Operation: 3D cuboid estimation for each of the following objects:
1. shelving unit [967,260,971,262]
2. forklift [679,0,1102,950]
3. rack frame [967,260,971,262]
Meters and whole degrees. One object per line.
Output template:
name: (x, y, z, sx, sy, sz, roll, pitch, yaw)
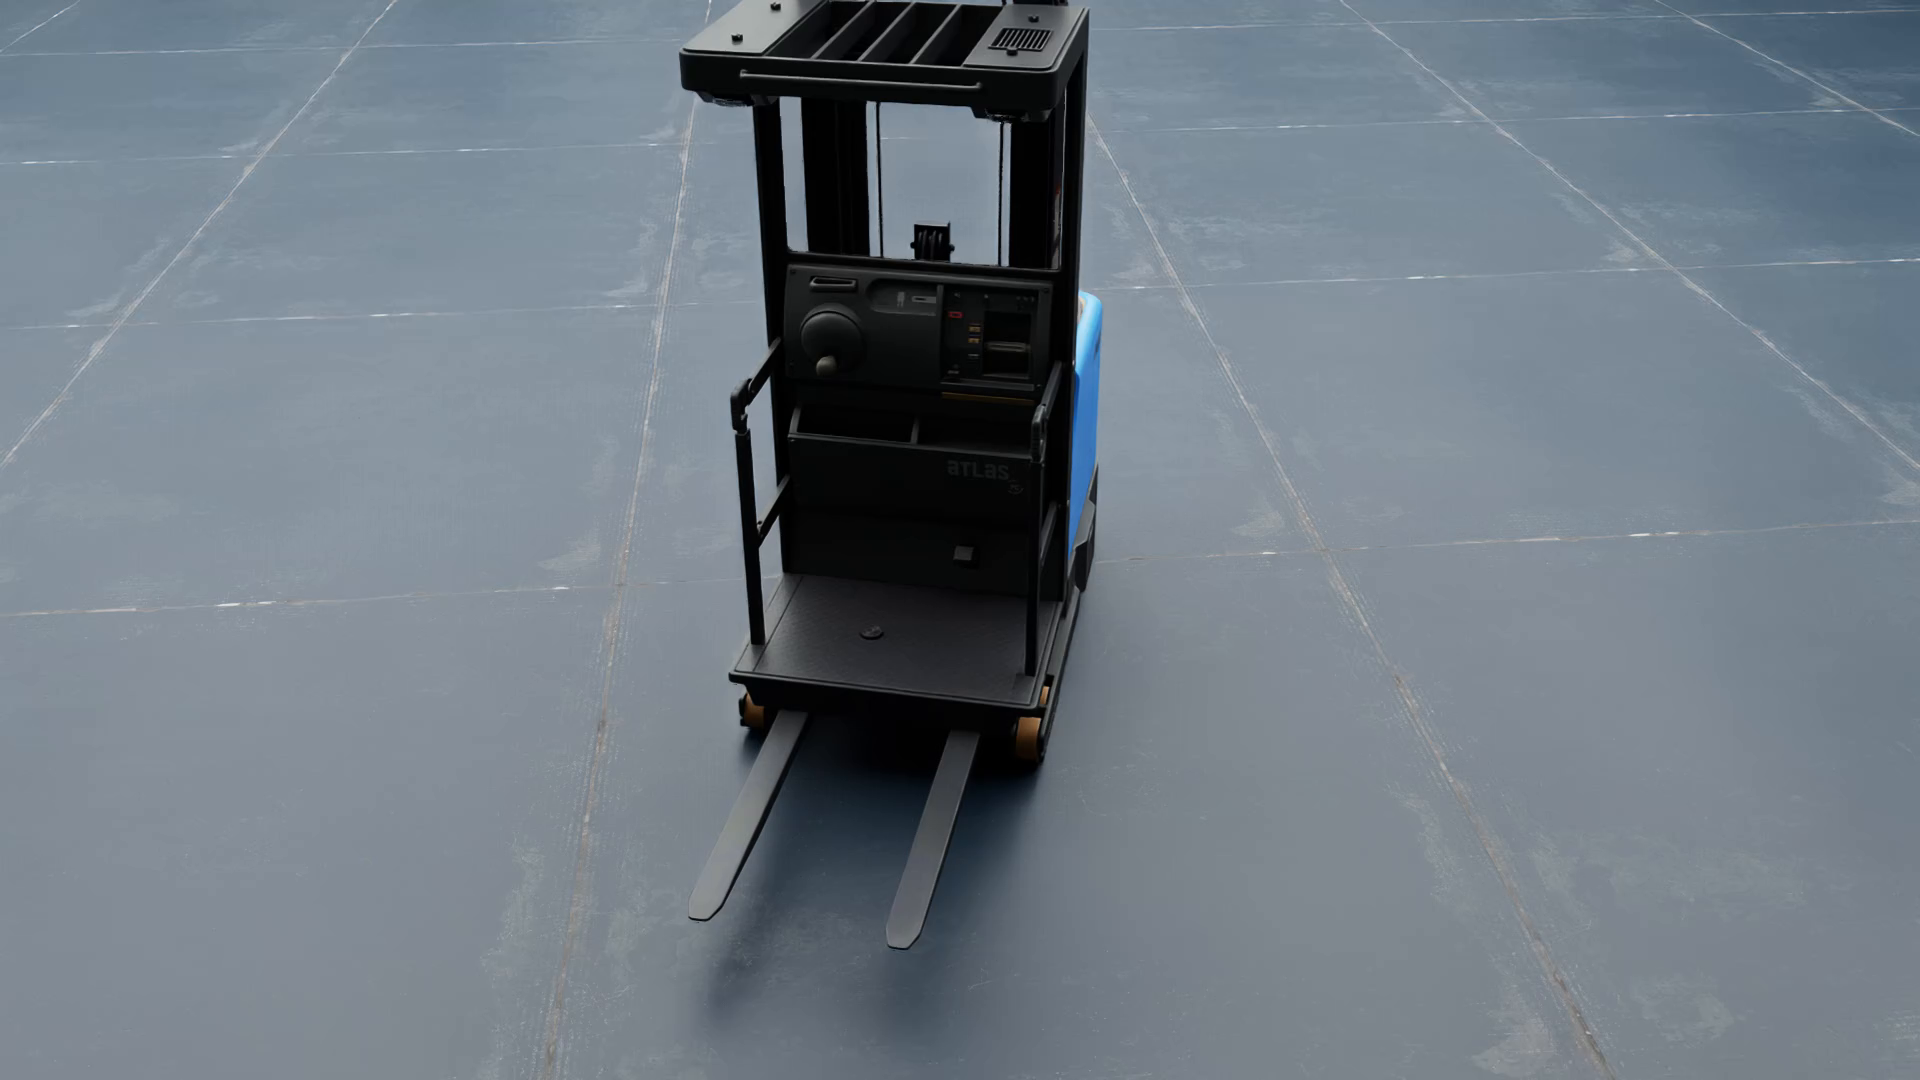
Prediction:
shelving unit: (0.106, -0.696, 7.391, 0.215, 1.050, 0.252, 6, 31, 10)
forklift: (-0.187, -0.673, 5.519, 1.130, 2.935, 3.031, 6, 31, 10)
rack frame: (0.130, -0.757, 7.494, 0.200, 1.050, 0.008, 6, 31, 10)
